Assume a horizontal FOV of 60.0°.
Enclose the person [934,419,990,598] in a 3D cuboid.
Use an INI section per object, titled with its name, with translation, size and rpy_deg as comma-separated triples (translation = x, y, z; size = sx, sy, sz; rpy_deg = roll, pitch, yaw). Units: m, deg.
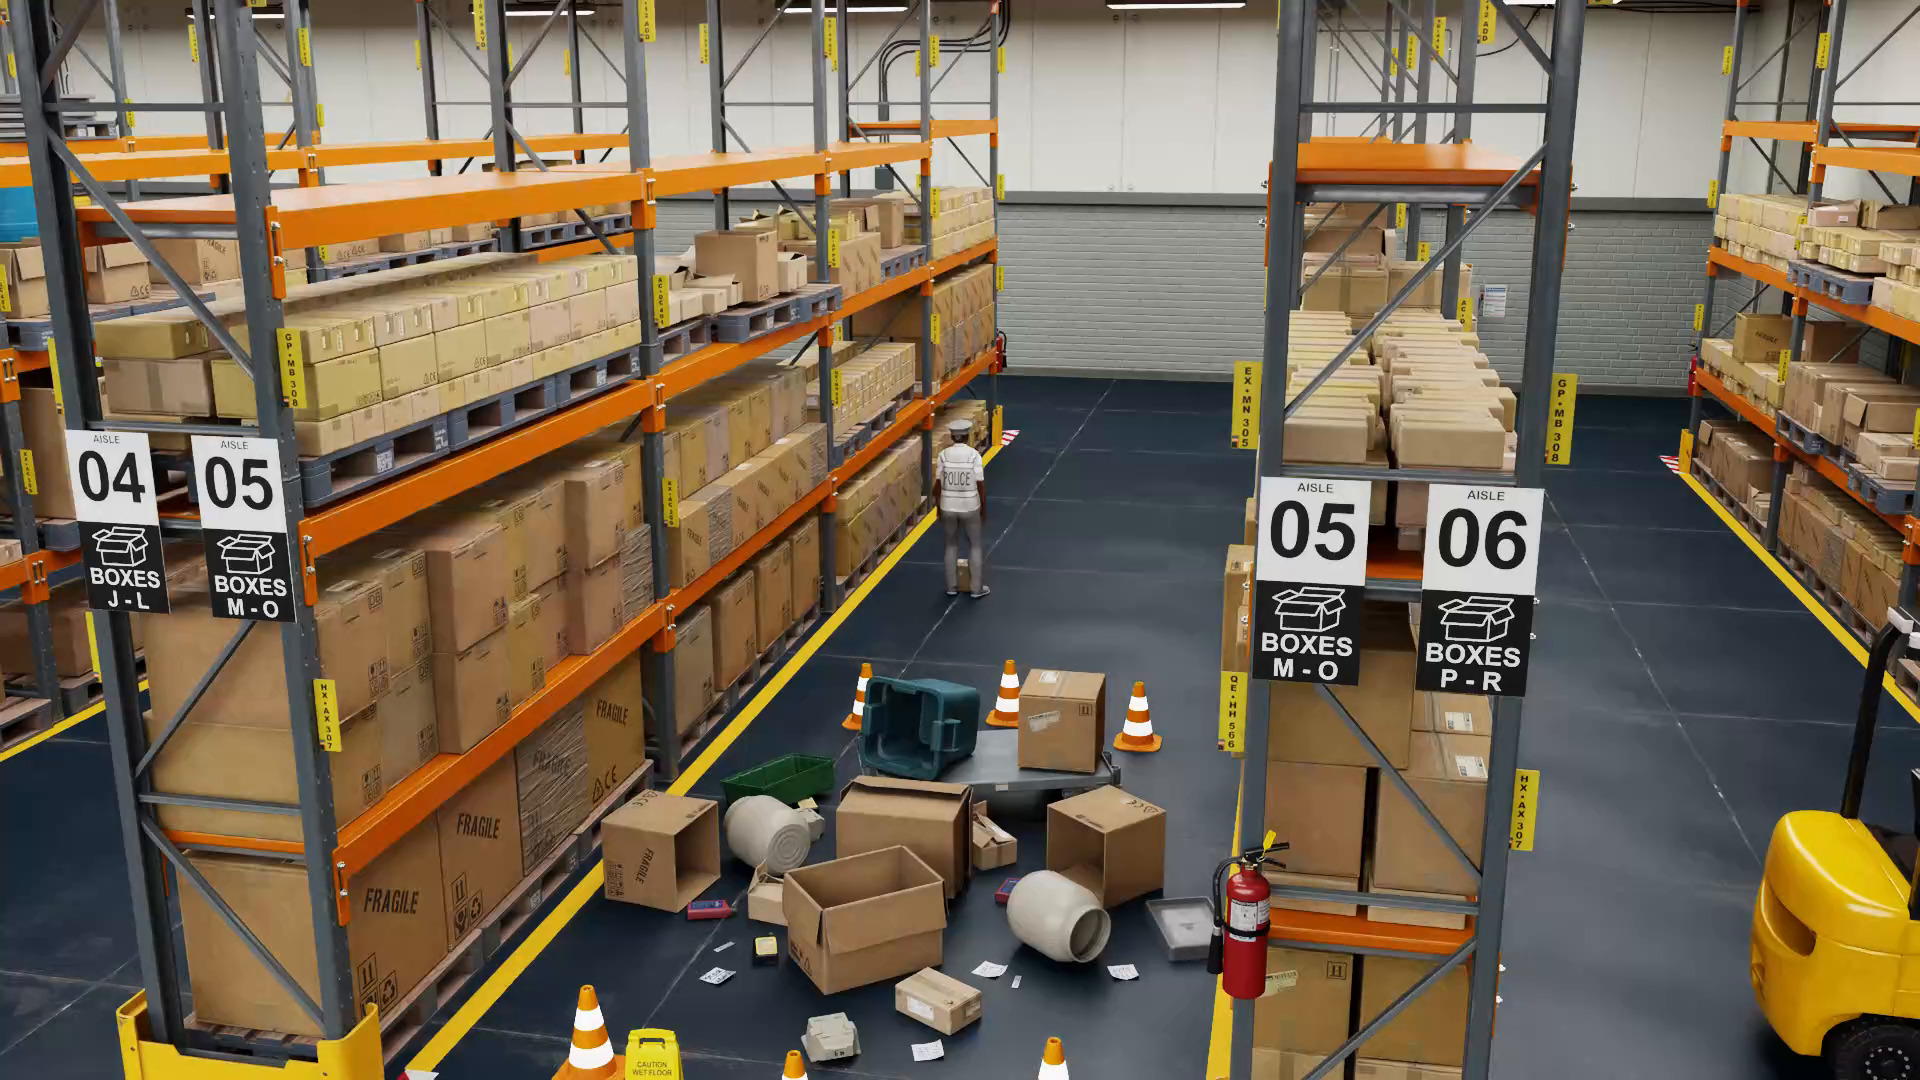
[person]
translation = 0.016, -0.285, 15.593
size = 0.506, 1.660, 0.415
rpy_deg = 3, 15, 11
